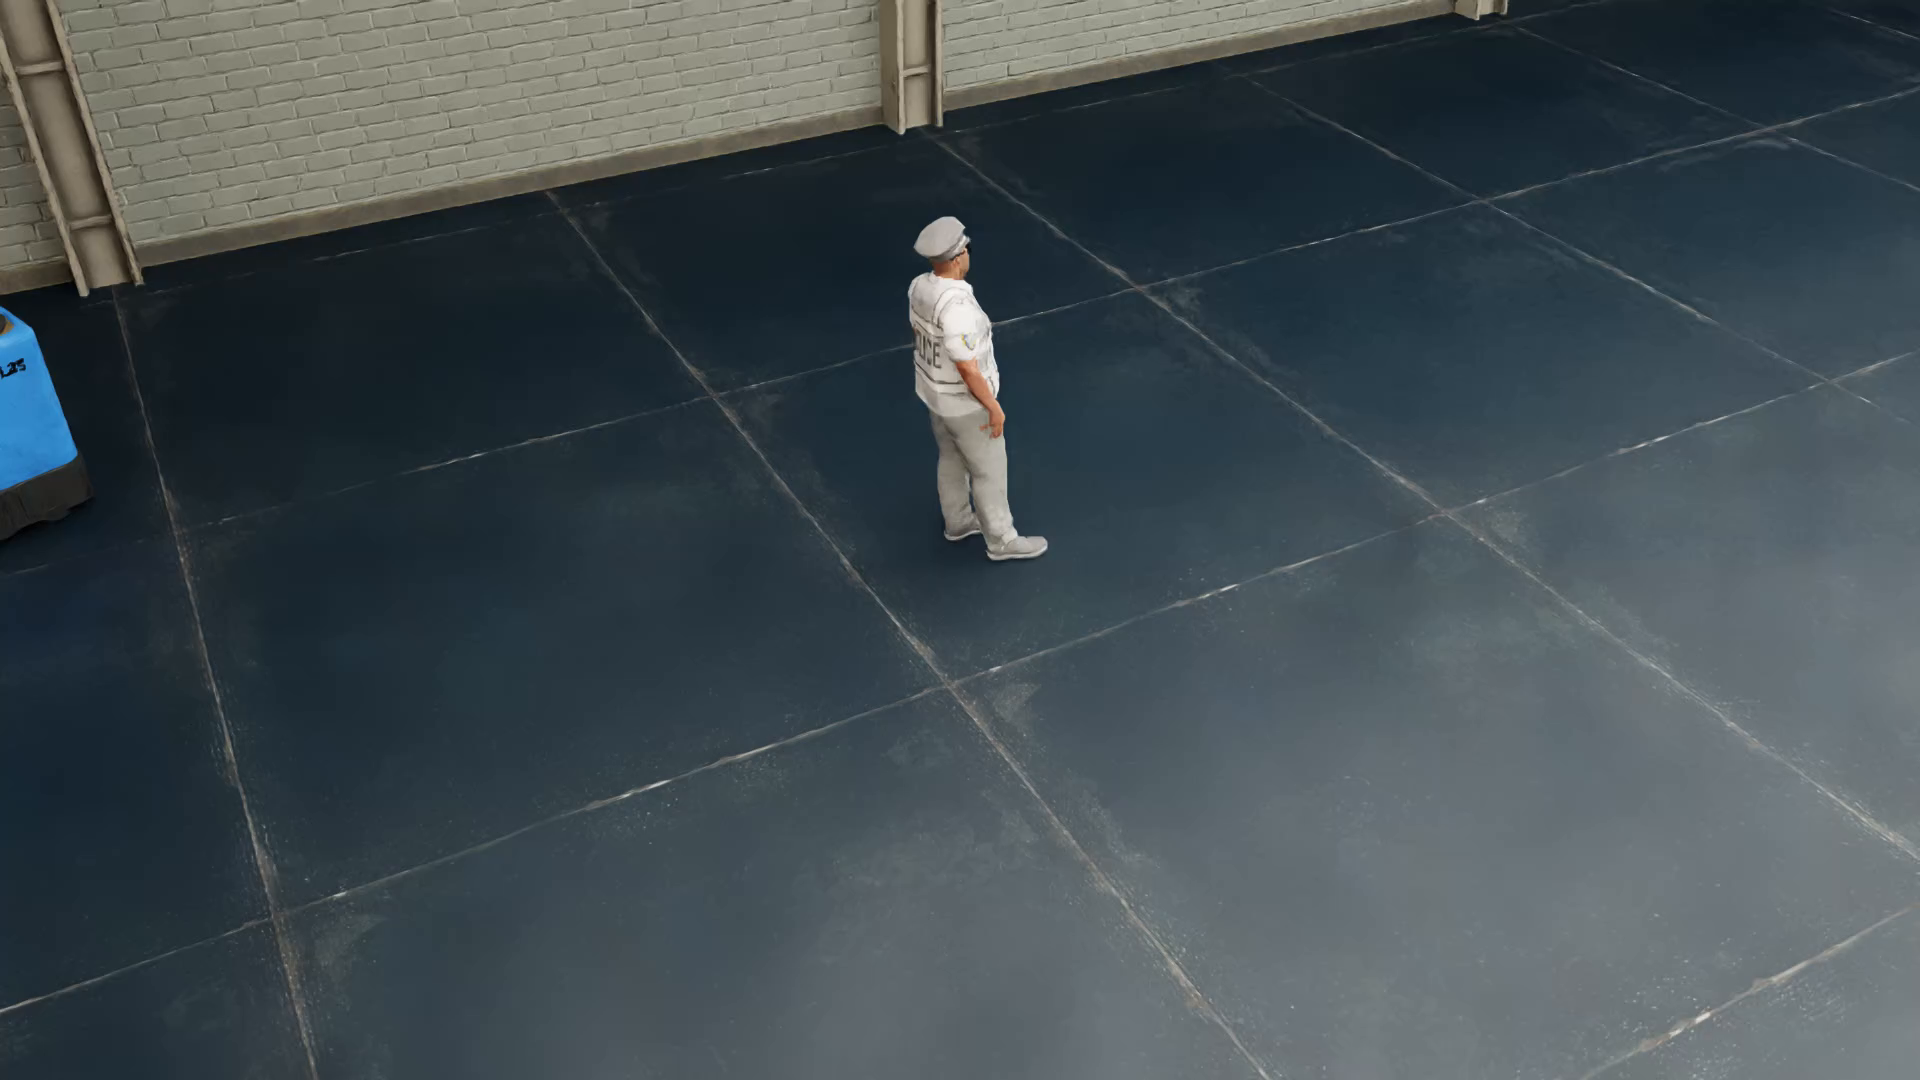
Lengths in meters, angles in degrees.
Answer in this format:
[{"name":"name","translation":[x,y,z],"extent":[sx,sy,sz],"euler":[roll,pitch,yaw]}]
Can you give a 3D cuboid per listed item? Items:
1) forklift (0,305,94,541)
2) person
[{"name":"forklift","translation":[-5.986,-0.932,7.441],"extent":[1.130,2.935,3.031],"euler":[27,44,33]},{"name":"person","translation":[0.074,-0.749,8.165],"extent":[0.574,1.781,0.640],"euler":[-17,39,-23]}]
